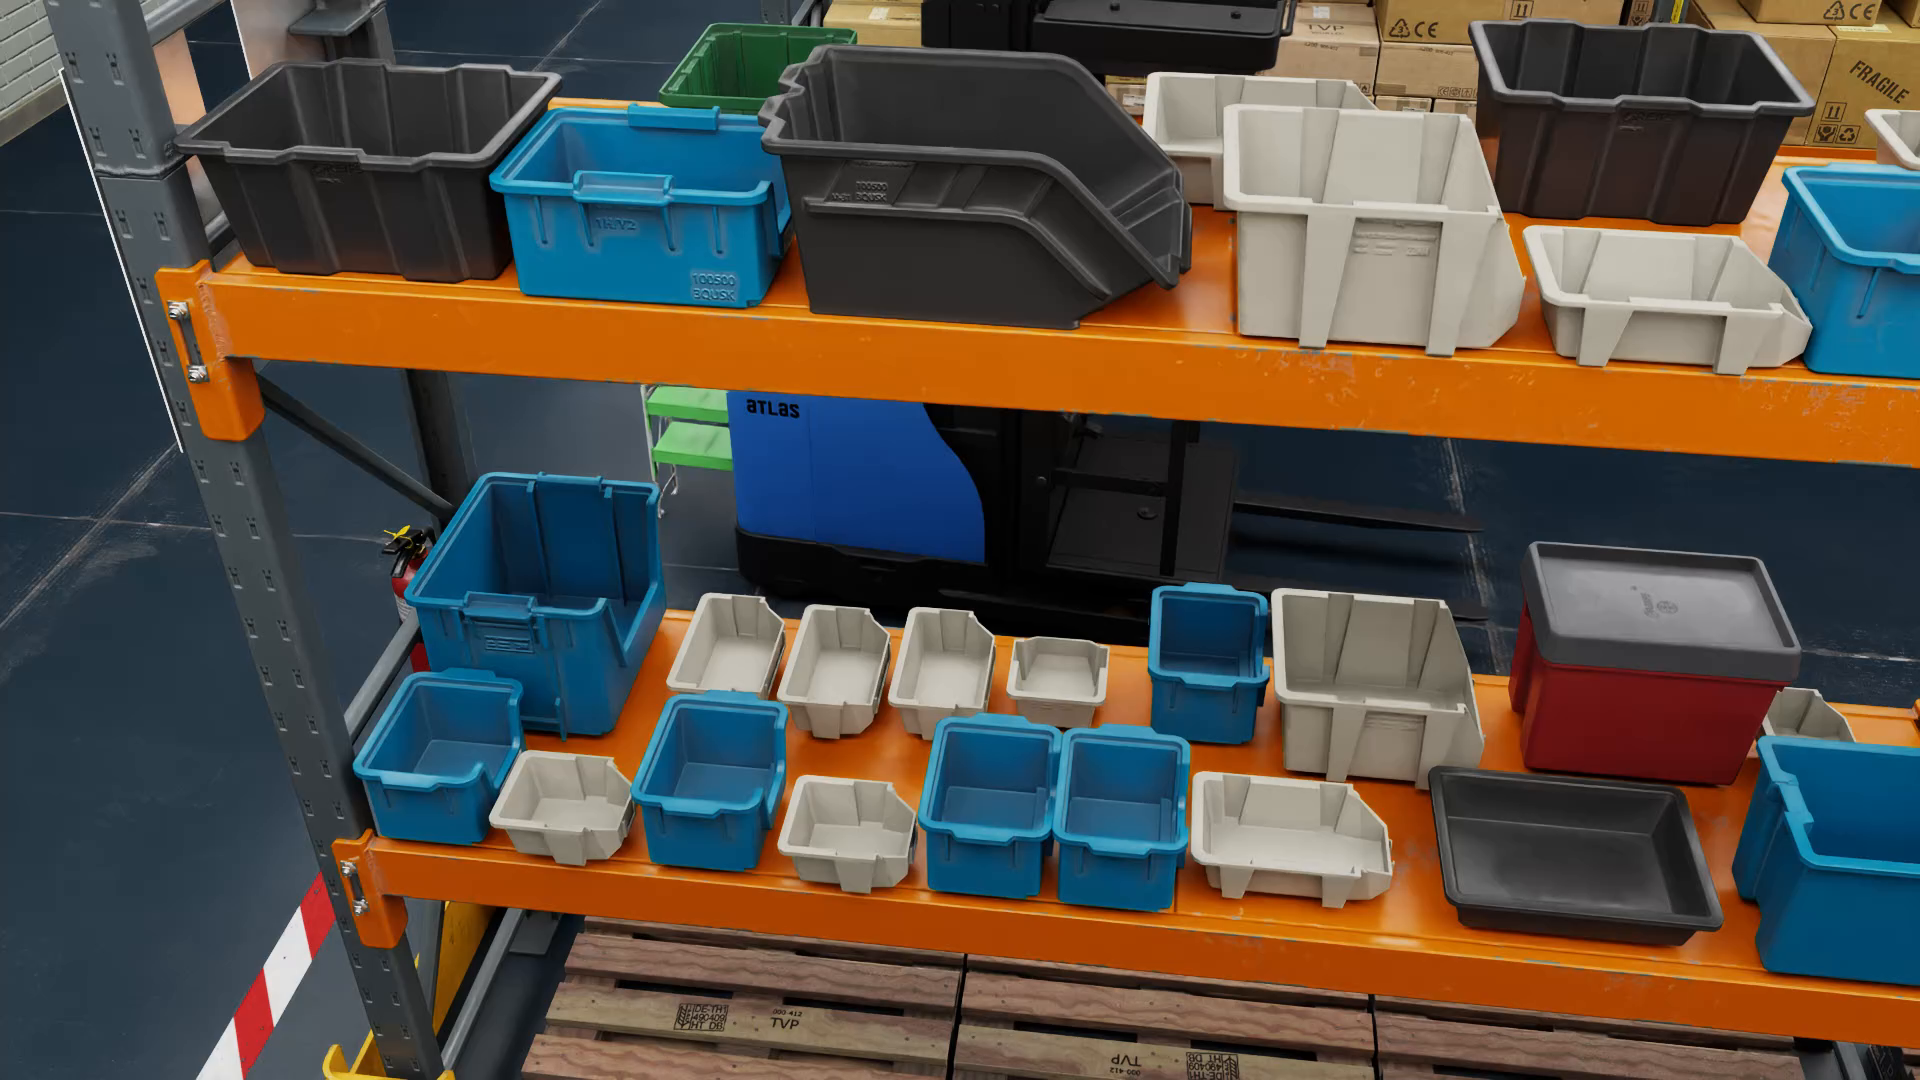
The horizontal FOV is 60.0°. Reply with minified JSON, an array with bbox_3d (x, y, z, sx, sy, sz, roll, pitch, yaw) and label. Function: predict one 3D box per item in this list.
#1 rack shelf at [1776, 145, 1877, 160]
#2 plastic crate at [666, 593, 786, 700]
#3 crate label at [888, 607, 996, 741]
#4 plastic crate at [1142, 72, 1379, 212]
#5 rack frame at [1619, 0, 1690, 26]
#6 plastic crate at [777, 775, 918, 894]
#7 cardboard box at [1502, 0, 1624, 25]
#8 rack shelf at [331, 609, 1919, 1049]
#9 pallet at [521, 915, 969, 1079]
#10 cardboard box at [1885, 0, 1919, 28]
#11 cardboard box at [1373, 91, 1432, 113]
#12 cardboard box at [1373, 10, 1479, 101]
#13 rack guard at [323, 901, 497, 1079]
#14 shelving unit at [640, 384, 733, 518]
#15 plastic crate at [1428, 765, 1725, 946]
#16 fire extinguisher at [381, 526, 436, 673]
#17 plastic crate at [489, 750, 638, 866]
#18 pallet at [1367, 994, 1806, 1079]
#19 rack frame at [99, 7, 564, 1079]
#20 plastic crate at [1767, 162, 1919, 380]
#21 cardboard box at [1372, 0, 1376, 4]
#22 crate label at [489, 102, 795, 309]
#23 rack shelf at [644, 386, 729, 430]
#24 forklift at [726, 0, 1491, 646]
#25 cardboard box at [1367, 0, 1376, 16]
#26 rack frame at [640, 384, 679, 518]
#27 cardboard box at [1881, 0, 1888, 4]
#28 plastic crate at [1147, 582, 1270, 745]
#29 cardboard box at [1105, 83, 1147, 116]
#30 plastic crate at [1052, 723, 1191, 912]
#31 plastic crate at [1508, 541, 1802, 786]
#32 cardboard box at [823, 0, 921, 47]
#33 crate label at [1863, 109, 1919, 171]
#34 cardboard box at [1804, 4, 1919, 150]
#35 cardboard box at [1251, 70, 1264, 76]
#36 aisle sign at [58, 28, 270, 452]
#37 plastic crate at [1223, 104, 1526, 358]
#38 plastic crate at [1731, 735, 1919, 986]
[{"bbox_3d":[5.146,-1.836,7.859,4.000,0.370,1.077,4,36,6],"label":"rack shelf"},{"bbox_3d":[-0.604,0.320,4.394,0.243,0.136,0.396,4,36,6],"label":"plastic crate"},{"bbox_3d":[-0.039,0.357,4.343,0.243,0.136,0.396,4,36,6],"label":"crate label"},{"bbox_3d":[0.645,-0.822,3.465,0.530,0.136,0.437,4,36,6],"label":"plastic crate"},{"bbox_3d":[3.163,-2.276,7.857,0.127,3.000,1.000,4,36,6],"label":"rack frame"},{"bbox_3d":[-0.252,0.694,3.871,0.298,0.136,0.250,4,36,6],"label":"plastic crate"},{"bbox_3d":[2.673,-2.522,7.428,0.500,0.500,0.500,5,36,7],"label":"cardboard box"},{"bbox_3d":[0.548,0.722,4.275,4.000,0.370,1.077,4,36,6],"label":"rack shelf"},{"bbox_3d":[-0.623,1.500,4.967,1.213,0.211,1.003,4,36,6],"label":"pallet"},{"bbox_3d":[4.476,-2.625,7.397,0.637,0.503,0.797,5,36,6],"label":"cardboard box"},{"bbox_3d":[2.053,-2.065,7.777,0.250,0.149,0.380,5,36,7],"label":"cardboard box"},{"bbox_3d":[2.178,-2.255,7.700,0.500,0.250,0.500,5,36,7],"label":"cardboard box"},{"bbox_3d":[-1.461,1.305,4.992,0.348,0.500,1.175,4,36,6],"label":"rack guard"},{"bbox_3d":[-1.075,-0.626,7.095,0.503,1.200,0.258,7,36,10],"label":"shelving unit"},{"bbox_3d":[1.387,0.737,3.820,0.590,0.125,0.437,4,36,6],"label":"plastic crate"},{"bbox_3d":[-1.527,0.192,4.787,0.183,0.674,0.296,4,36,6],"label":"fire extinguisher"},{"bbox_3d":[-0.925,0.644,3.941,0.298,0.136,0.250,4,36,6],"label":"plastic crate"},{"bbox_3d":[1.798,1.680,4.714,1.213,0.211,1.003,4,36,6],"label":"pallet"},{"bbox_3d":[-1.436,0.282,4.273,0.127,3.000,1.000,4,36,6],"label":"rack frame"},{"bbox_3d":[1.588,-0.459,2.873,0.300,0.233,0.416,4,36,6],"label":"plastic crate"},{"bbox_3d":[2.233,-2.865,7.910,0.500,0.500,0.500,4,36,6],"label":"cardboard box"},{"bbox_3d":[-0.562,-0.624,3.089,0.502,0.251,0.408,4,36,6],"label":"crate label"},{"bbox_3d":[-1.075,-0.574,7.132,0.480,0.148,0.258,7,36,10],"label":"rack shelf"},{"bbox_3d":[0.647,-1.082,6.243,3.031,2.935,1.130,7,36,10],"label":"forklift"},{"bbox_3d":[2.237,-2.562,8.130,0.500,0.250,0.500,4,36,6],"label":"cardboard box"},{"bbox_3d":[-1.314,-0.656,7.136,0.015,1.200,0.240,7,36,10],"label":"rack frame"},{"bbox_3d":[4.151,-2.399,7.943,0.500,0.500,0.500,5,36,7],"label":"cardboard box"},{"bbox_3d":[0.634,0.329,4.299,0.300,0.233,0.416,4,36,6],"label":"plastic crate"},{"bbox_3d":[0.781,-2.160,7.910,0.250,0.149,0.380,4,36,5],"label":"cardboard box"},{"bbox_3d":[0.371,0.653,3.846,0.300,0.233,0.416,4,36,6],"label":"plastic crate"},{"bbox_3d":[1.678,0.316,4.118,0.583,0.464,0.402,4,36,6],"label":"plastic crate"},{"bbox_3d":[-0.363,-2.441,7.961,0.500,0.250,0.500,3,36,5],"label":"cardboard box"},{"bbox_3d":[2.083,-0.739,3.348,0.466,0.136,0.293,4,36,6],"label":"crate label"},{"bbox_3d":[4.086,-2.102,7.527,0.500,0.500,0.500,4,36,6],"label":"cardboard box"},{"bbox_3d":[1.169,-2.332,7.808,0.500,0.250,0.500,4,36,5],"label":"cardboard box"},{"bbox_3d":[-1.545,-0.611,3.286,0.004,0.787,0.394,4,36,6],"label":"aisle sign"},{"bbox_3d":[0.723,-0.549,2.957,0.530,0.282,0.437,4,36,6],"label":"plastic crate"},{"bbox_3d":[2.025,0.722,3.619,0.575,0.384,0.392,4,36,6],"label":"plastic crate"}]
